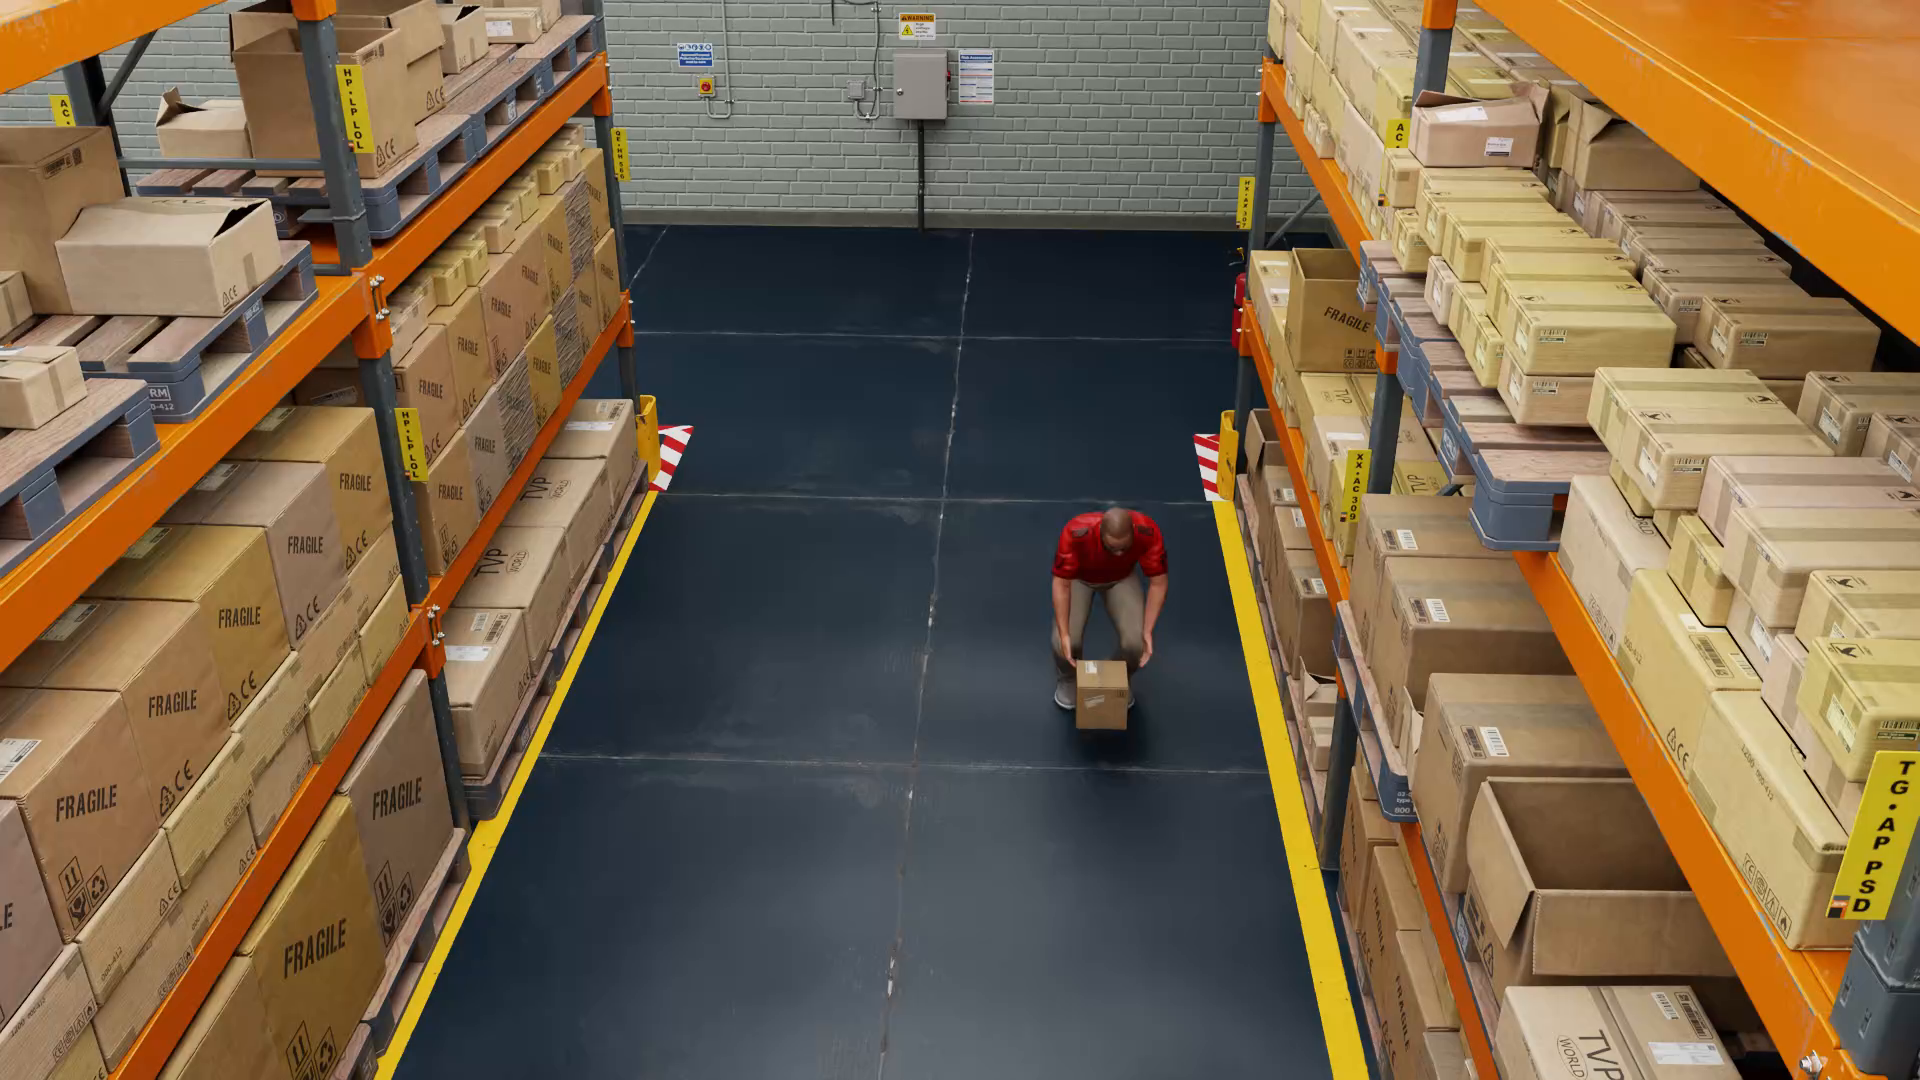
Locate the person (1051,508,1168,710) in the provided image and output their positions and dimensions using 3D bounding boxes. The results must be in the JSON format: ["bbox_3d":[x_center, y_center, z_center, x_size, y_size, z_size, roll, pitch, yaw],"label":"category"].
[{"bbox_3d":[0.759,0.293,8.557,0.589,1.293,0.767,1,28,2],"label":"person"}]
